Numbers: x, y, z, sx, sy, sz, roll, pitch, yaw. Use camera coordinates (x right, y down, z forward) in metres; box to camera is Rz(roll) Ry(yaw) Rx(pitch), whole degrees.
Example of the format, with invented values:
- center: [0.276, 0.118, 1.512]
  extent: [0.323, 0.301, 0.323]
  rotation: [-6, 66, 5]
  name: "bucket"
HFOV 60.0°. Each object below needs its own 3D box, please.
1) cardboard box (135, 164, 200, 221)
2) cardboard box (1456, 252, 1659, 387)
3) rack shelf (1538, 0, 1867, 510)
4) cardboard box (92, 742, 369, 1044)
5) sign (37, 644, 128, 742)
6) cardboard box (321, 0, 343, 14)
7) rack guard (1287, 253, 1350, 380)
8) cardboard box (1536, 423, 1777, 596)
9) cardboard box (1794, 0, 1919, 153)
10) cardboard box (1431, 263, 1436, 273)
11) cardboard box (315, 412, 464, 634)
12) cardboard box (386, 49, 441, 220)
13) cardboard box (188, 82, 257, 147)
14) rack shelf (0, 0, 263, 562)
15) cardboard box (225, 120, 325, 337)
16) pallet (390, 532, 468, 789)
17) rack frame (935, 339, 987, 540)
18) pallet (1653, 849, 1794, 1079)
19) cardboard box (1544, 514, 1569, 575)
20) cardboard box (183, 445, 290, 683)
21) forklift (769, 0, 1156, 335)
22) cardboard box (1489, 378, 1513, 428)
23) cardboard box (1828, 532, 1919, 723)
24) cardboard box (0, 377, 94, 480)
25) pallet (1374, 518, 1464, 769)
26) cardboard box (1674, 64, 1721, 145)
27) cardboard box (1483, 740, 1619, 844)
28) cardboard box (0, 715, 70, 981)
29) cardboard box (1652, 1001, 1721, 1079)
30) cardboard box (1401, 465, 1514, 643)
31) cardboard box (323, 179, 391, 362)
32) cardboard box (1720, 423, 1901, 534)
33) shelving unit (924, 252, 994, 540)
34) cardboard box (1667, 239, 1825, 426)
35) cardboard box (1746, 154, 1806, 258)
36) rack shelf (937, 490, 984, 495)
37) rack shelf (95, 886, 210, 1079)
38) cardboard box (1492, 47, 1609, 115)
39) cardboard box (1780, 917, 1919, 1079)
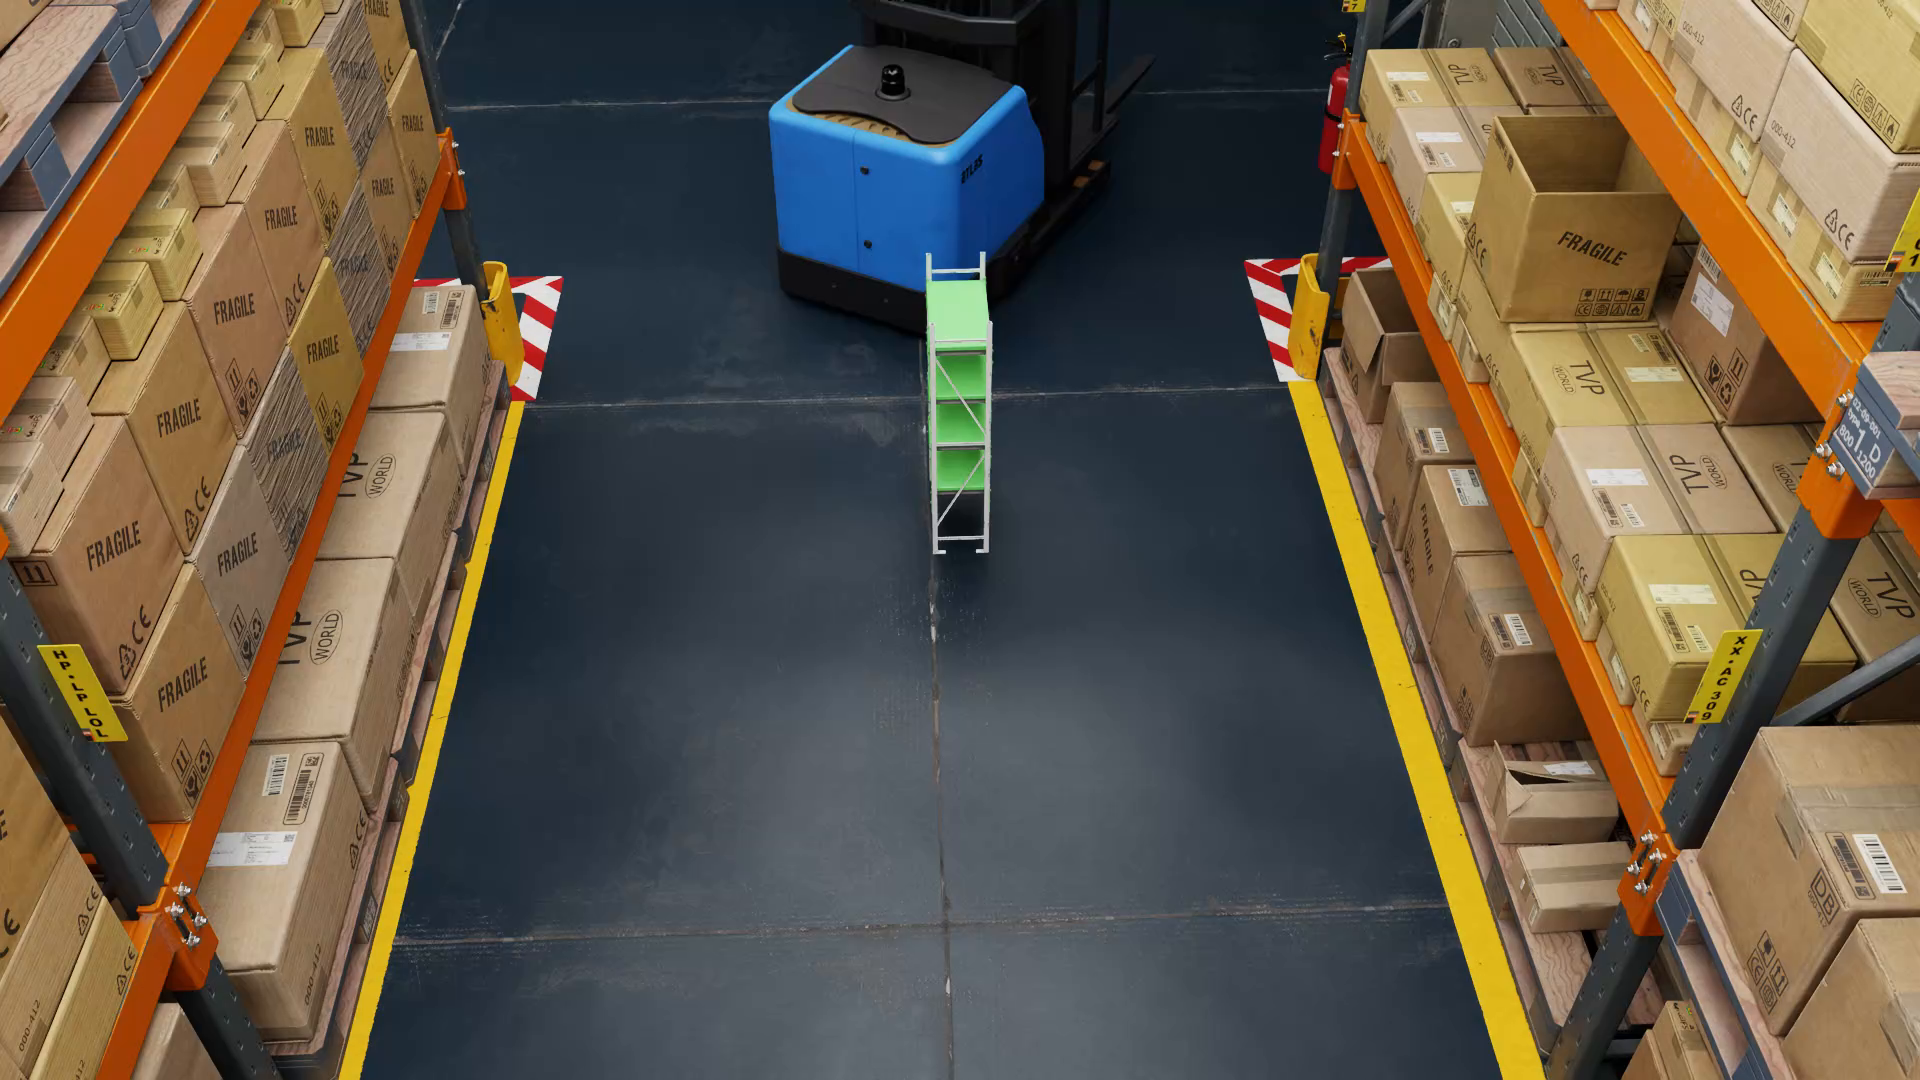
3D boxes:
- center: [-2.427, -0.949, 4.772]
  extent: [0.380, 0.149, 0.250]
  rotation: [-2, 43, -2]
  name: "cardboard box"
- center: [2.060, -0.782, 5.774]
  extent: [0.500, 0.250, 0.500]
  rotation: [-3, 43, -3]
  name: "cardboard box"
- center: [2.305, -1.559, 5.043]
  extent: [1.077, 0.370, 4.000]
  rotation: [-2, 43, -2]
  name: "rack shelf"
- center: [-2.488, 1.140, 5.372]
  extent: [0.875, 0.438, 0.875]
  rotation: [-2, 43, -2]
  name: "cardboard box"
- center: [-2.027, 0.357, 3.842]
  extent: [0.100, 0.325, 0.005]
  rotation: [-2, 43, -2]
  name: "sign"
- center: [-2.394, -1.989, 5.906]
  extent: [0.380, 0.149, 0.250]
  rotation: [-2, 43, -2]
  name: "cardboard box"
- center: [2.223, -1.096, 8.075]
  extent: [1.175, 0.500, 0.348]
  rotation: [-2, 43, -2]
  name: "rack guard"
- center: [2.089, -0.097, 5.027]
  extent: [0.500, 0.250, 0.500]
  rotation: [-2, 43, -2]
  name: "cardboard box"
- center: [2.128, -1.046, 3.473]
  extent: [0.500, 0.250, 0.500]
  rotation: [-2, 43, -2]
  name: "cardboard box"
- center: [2.029, -1.048, 6.359]
  extent: [0.380, 0.149, 0.250]
  rotation: [-1, 43, -1]
  name: "cardboard box"
- center: [-2.564, -0.074, 6.696]
  extent: [0.875, 0.438, 0.875]
  rotation: [-1, 43, -1]
  name: "cardboard box"
- center: [-2.454, -1.642, 6.748]
  extent: [0.500, 0.500, 0.500]
  rotation: [-1, 43, -2]
  name: "cardboard box"
- center: [-2.422, -1.294, 5.148]
  extent: [0.380, 0.149, 0.250]
  rotation: [0, 43, 0]
  name: "cardboard box"
- center: [-7.605, -0.719, 5.237]
  extent: [10.987, 1.870, 4.000]
  rotation: [-2, 43, -2]
  name: "rack shelf"
- center: [-2.392, -0.985, 5.291]
  extent: [0.500, 0.500, 0.500]
  rotation: [-2, 43, -2]
  name: "cardboard box"
- center: [-2.578, 0.464, 6.588]
  extent: [1.003, 0.211, 1.213]
  rotation: [-2, 43, -2]
  name: "pallet"
- center: [0.004, -0.389, 6.787]
  extent: [0.228, 1.046, 0.006]
  rotation: [-2, 43, -2]
  name: "rack frame"
- center: [2.315, 1.245, 3.814]
  extent: [1.003, 0.211, 1.213]
  rotation: [-2, 43, -2]
  name: "pallet"
- center: [2.072, -0.011, 5.228]
  extent: [0.380, 0.149, 0.250]
  rotation: [-1, 43, -1]
  name: "cardboard box"
- center: [-2.345, 0.076, 4.873]
  extent: [0.500, 0.500, 0.500]
  rotation: [-1, 43, -2]
  name: "cardboard box"
- center: [-3.390, -2.701, 8.093]
  extent: [7.029, 2.843, 7.237]
  rotation: [19, 46, 20]
  name: "forklift"
- center: [2.076, -0.526, 5.790]
  extent: [0.380, 0.149, 0.250]
  rotation: [-2, 43, -2]
  name: "cardboard box"
- center: [2.601, 2.856, 1.620]
  extent: [0.659, 0.500, 8.552]
  rotation: [0, 43, 0]
  name: "cardboard box"
- center: [-2.350, -0.261, 4.021]
  extent: [0.380, 0.149, 0.250]
  rotation: [-1, 43, -1]
  name: "cardboard box"
- center: [2.307, 0.371, 6.690]
  extent: [1.003, 0.211, 1.213]
  rotation: [-2, 43, -2]
  name: "pallet"
- center: [2.064, -1.128, 4.227]
  extent: [0.380, 0.149, 0.250]
  rotation: [-2, 43, -2]
  name: "cardboard box"
- center: [2.058, 0.876, 5.787]
  extent: [0.396, 0.266, 0.258]
  rotation: [0, 43, 0]
  name: "cardboard box"
- center: [-2.299, 0.666, 3.490]
  extent: [0.500, 0.500, 0.500]
  rotation: [0, 43, 0]
  name: "cardboard box"
- center: [2.139, 1.409, 4.552]
  extent: [0.380, 0.149, 0.250]
  rotation: [0, 43, 0]
  name: "cardboard box"
- center: [2.071, 0.052, 6.513]
  extent: [0.500, 0.500, 0.500]
  rotation: [-1, 43, -1]
  name: "cardboard box"
- center: [-2.416, -0.956, 5.999]
  extent: [0.500, 0.500, 0.500]
  rotation: [-1, 43, -1]
  name: "cardboard box"
- center: [2.610, -0.103, 5.033]
  extent: [0.500, 0.250, 0.500]
  rotation: [-2, 43, -2]
  name: "cardboard box"
- center: [-6.231, 2.361, 3.786]
  extent: [13.061, 1.200, 8.595]
  rotation: [-2, 43, -2]
  name: "shelving unit"
- center: [2.593, -0.712, 5.143]
  extent: [0.500, 0.500, 0.500]
  rotation: [-3, 43, -3]
  name: "cardboard box"
- center: [2.072, -0.781, 3.848]
  extent: [0.380, 0.149, 0.250]
  rotation: [-2, 43, -2]
  name: "cardboard box"
- center: [-0.007, -0.351, 7.153]
  extent: [0.199, 0.029, 0.442]
  rotation: [-2, 43, -2]
  name: "rack shelf"
- center: [-2.484, 2.392, 2.953]
  extent: [1.077, 0.370, 4.000]
  rotation: [-2, 43, -2]
  name: "rack shelf"
- center: [2.505, -1.820, 6.906]
  extent: [0.500, 0.250, 0.500]
  rotation: [0, 43, -1]
  name: "cardboard box"
- center: [2.209, 1.123, 3.420]
  extent: [0.700, 0.500, 0.500]
  rotation: [-1, 43, -1]
  name: "cardboard box"
